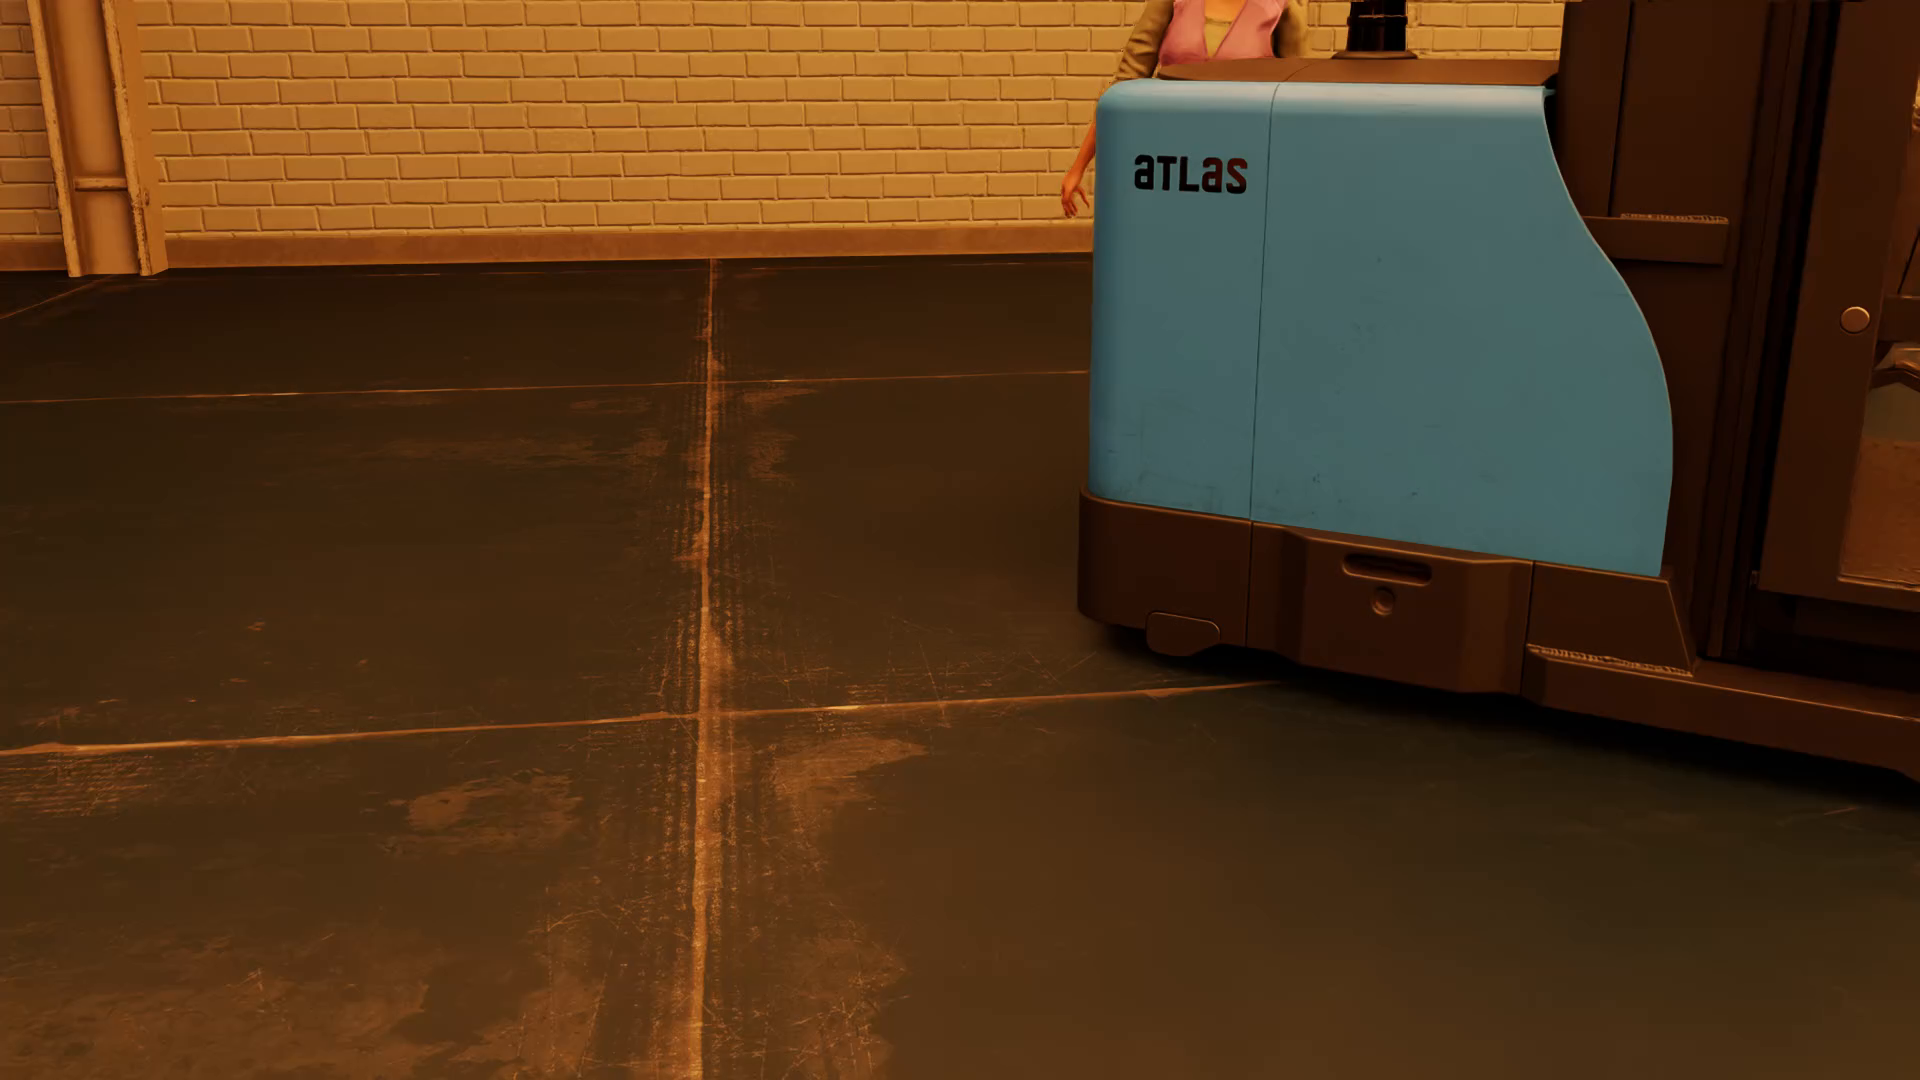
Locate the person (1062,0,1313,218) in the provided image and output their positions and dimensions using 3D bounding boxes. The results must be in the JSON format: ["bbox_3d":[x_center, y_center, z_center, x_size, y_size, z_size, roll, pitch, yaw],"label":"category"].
[{"bbox_3d":[0.621,-0.878,4.279,0.747,1.512,0.441,5,18,17],"label":"person"}]

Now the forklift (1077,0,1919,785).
[{"bbox_3d":[1.772,-1.109,2.567,3.031,2.935,1.130,9,19,28],"label":"forklift"}]
